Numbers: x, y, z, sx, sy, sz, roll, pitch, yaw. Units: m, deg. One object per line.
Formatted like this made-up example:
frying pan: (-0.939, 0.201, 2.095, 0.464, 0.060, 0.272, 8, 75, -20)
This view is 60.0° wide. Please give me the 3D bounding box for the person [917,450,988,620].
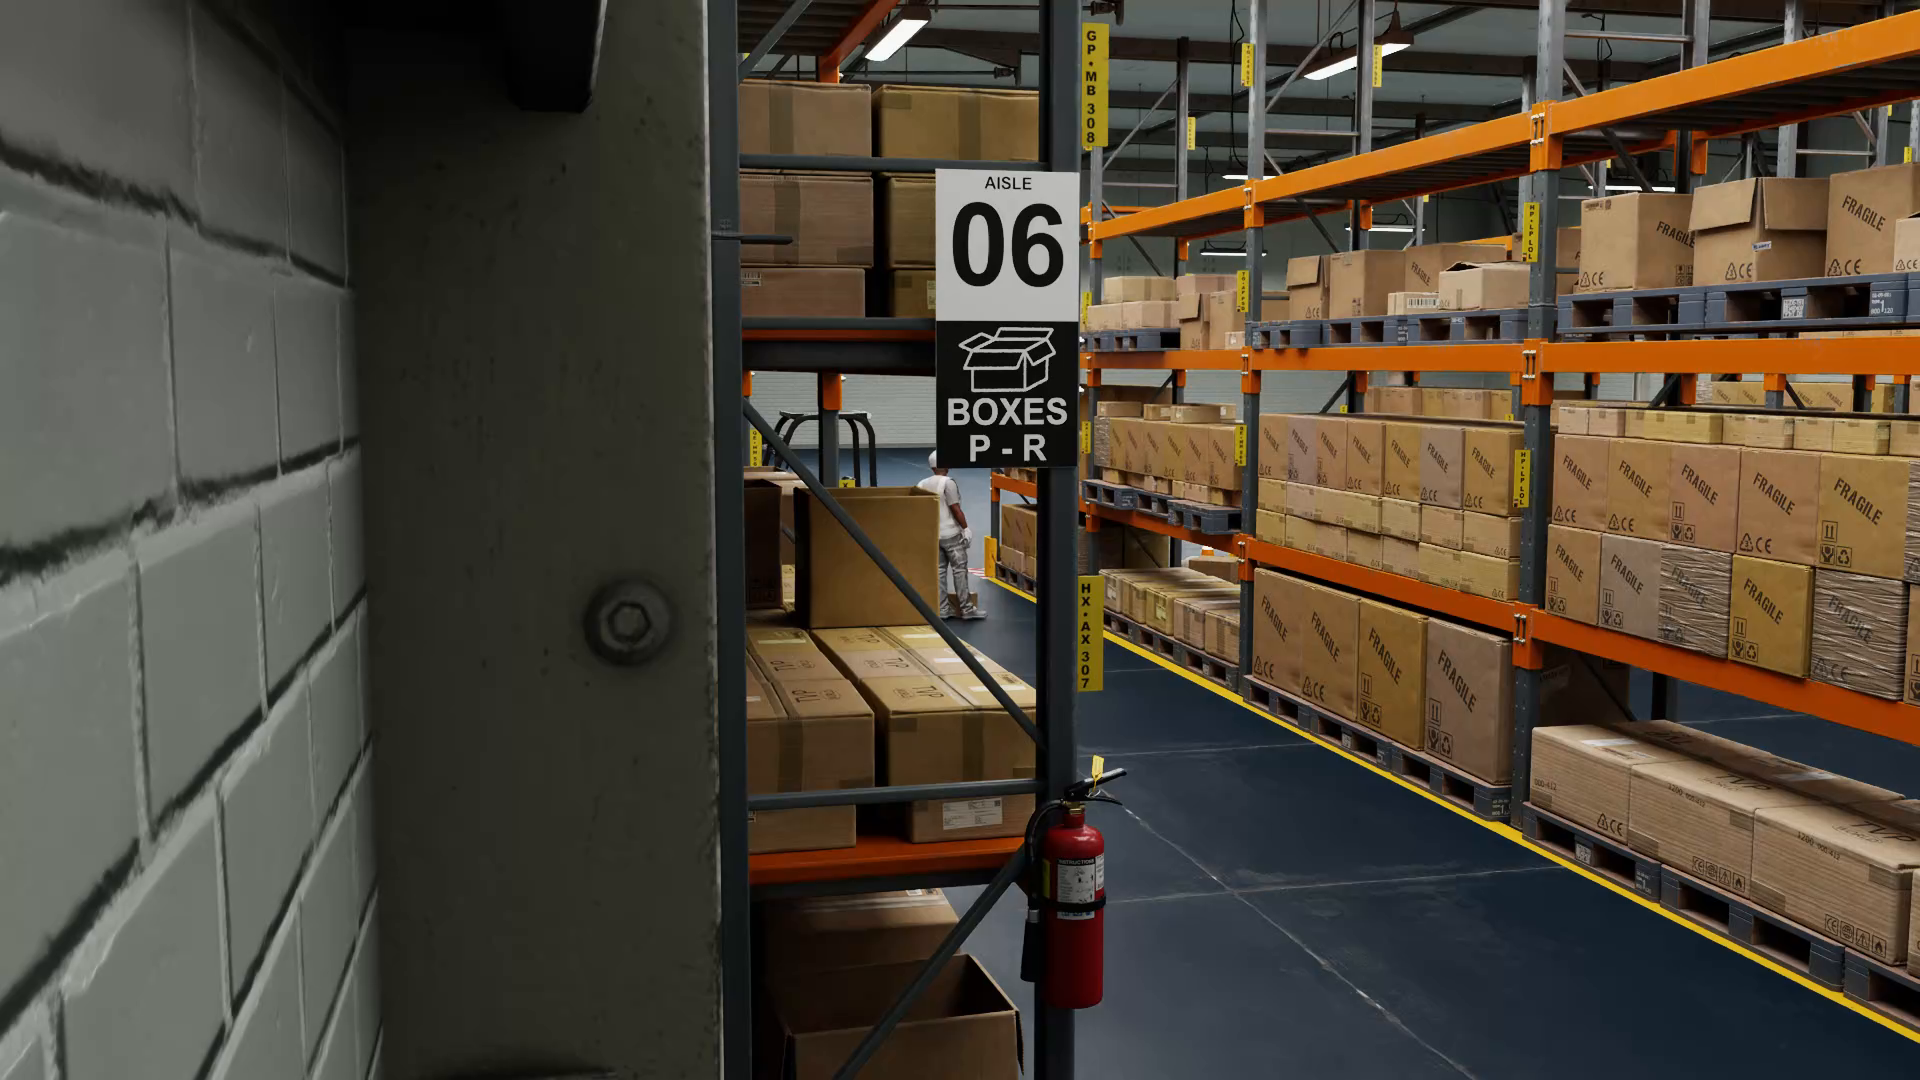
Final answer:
person: (-0.103, -0.063, 17.575, 0.656, 1.785, 0.575, 6, 8, 44)
